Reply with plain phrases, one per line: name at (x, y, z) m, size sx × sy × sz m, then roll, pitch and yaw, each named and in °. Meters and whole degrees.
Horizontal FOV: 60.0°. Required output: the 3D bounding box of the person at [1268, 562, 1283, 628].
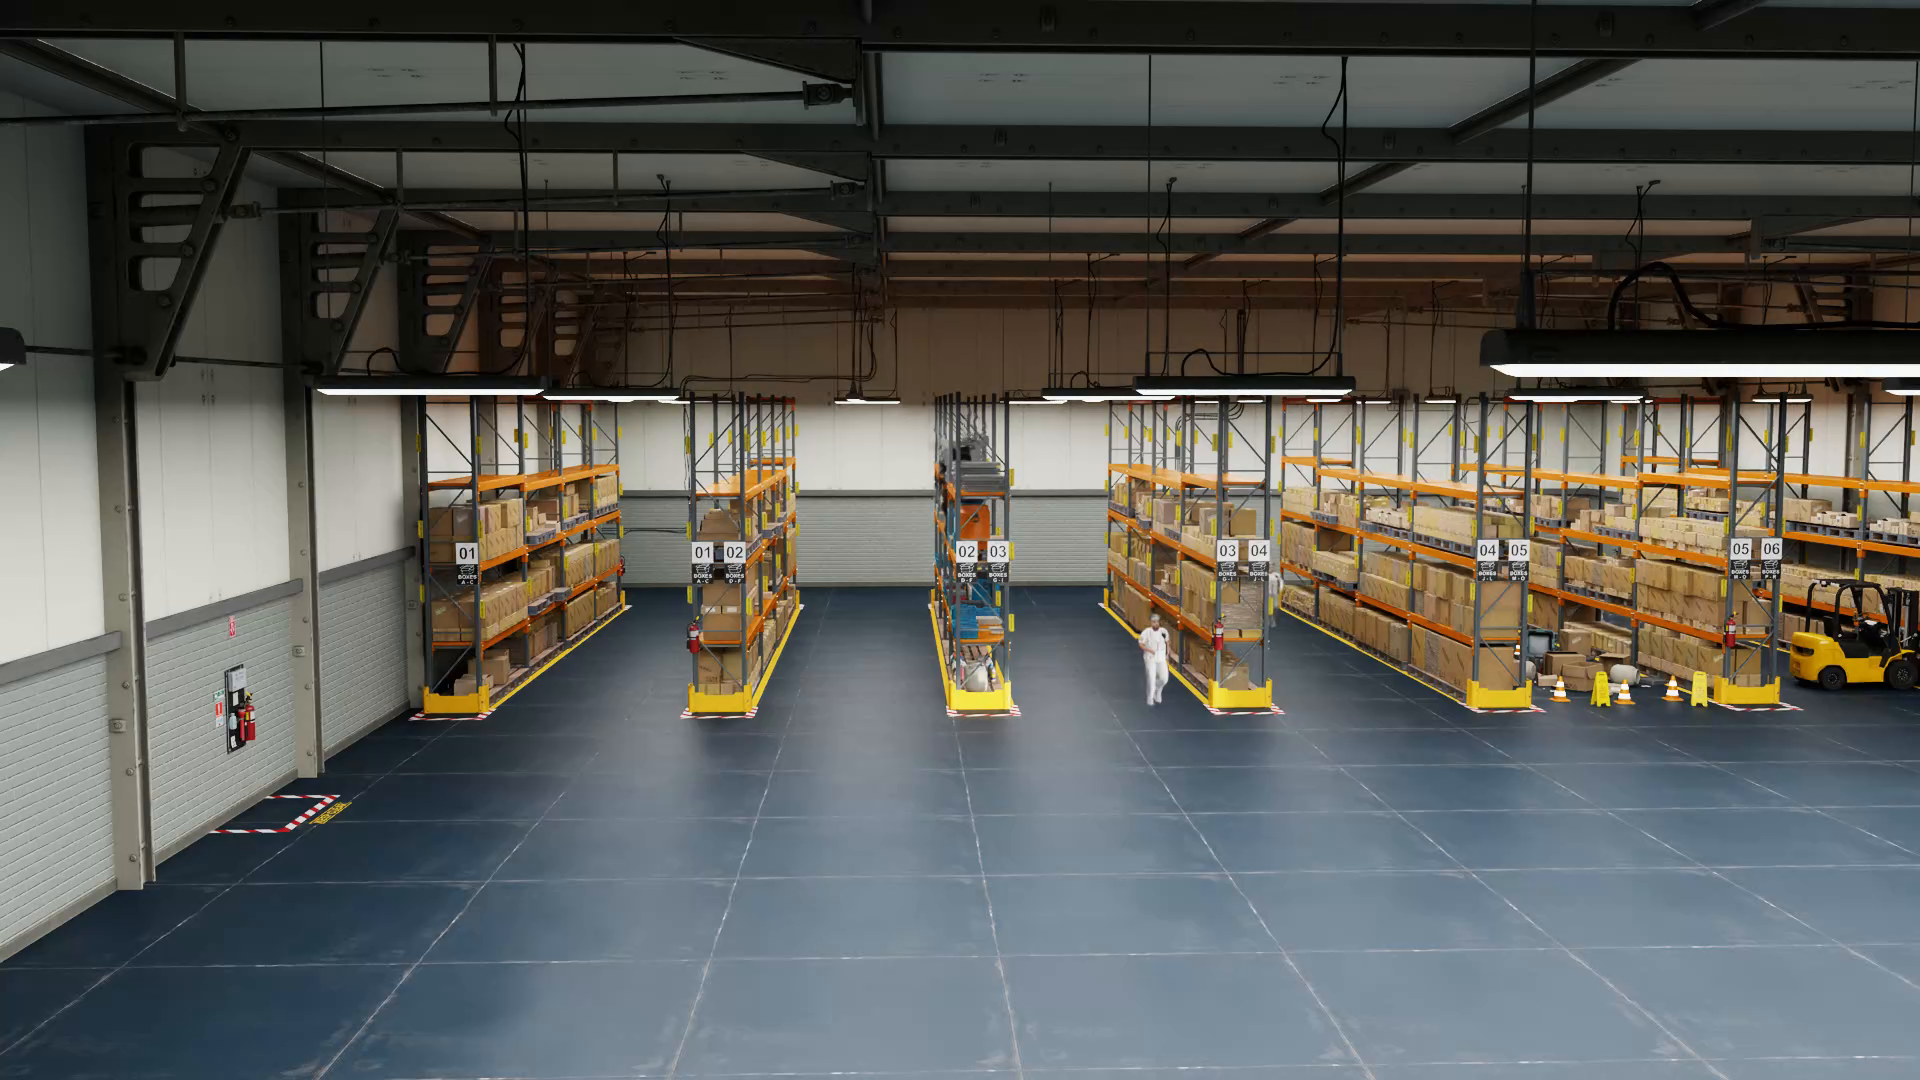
person at (8.125, 1.432, 43.321) m, size 0.618 × 1.728 × 0.733 m, roll 0°, pitch 5°, yaw 4°

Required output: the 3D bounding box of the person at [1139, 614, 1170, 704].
person at (3.770, 2.292, 31.902) m, size 0.661 × 1.769 × 0.578 m, roll -1°, pitch 5°, yaw -9°

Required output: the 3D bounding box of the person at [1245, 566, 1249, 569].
person at (7.830, 1.072, 47.561) m, size 0.605 × 1.632 × 0.913 m, roll 4°, pitch 6°, yaw 42°
